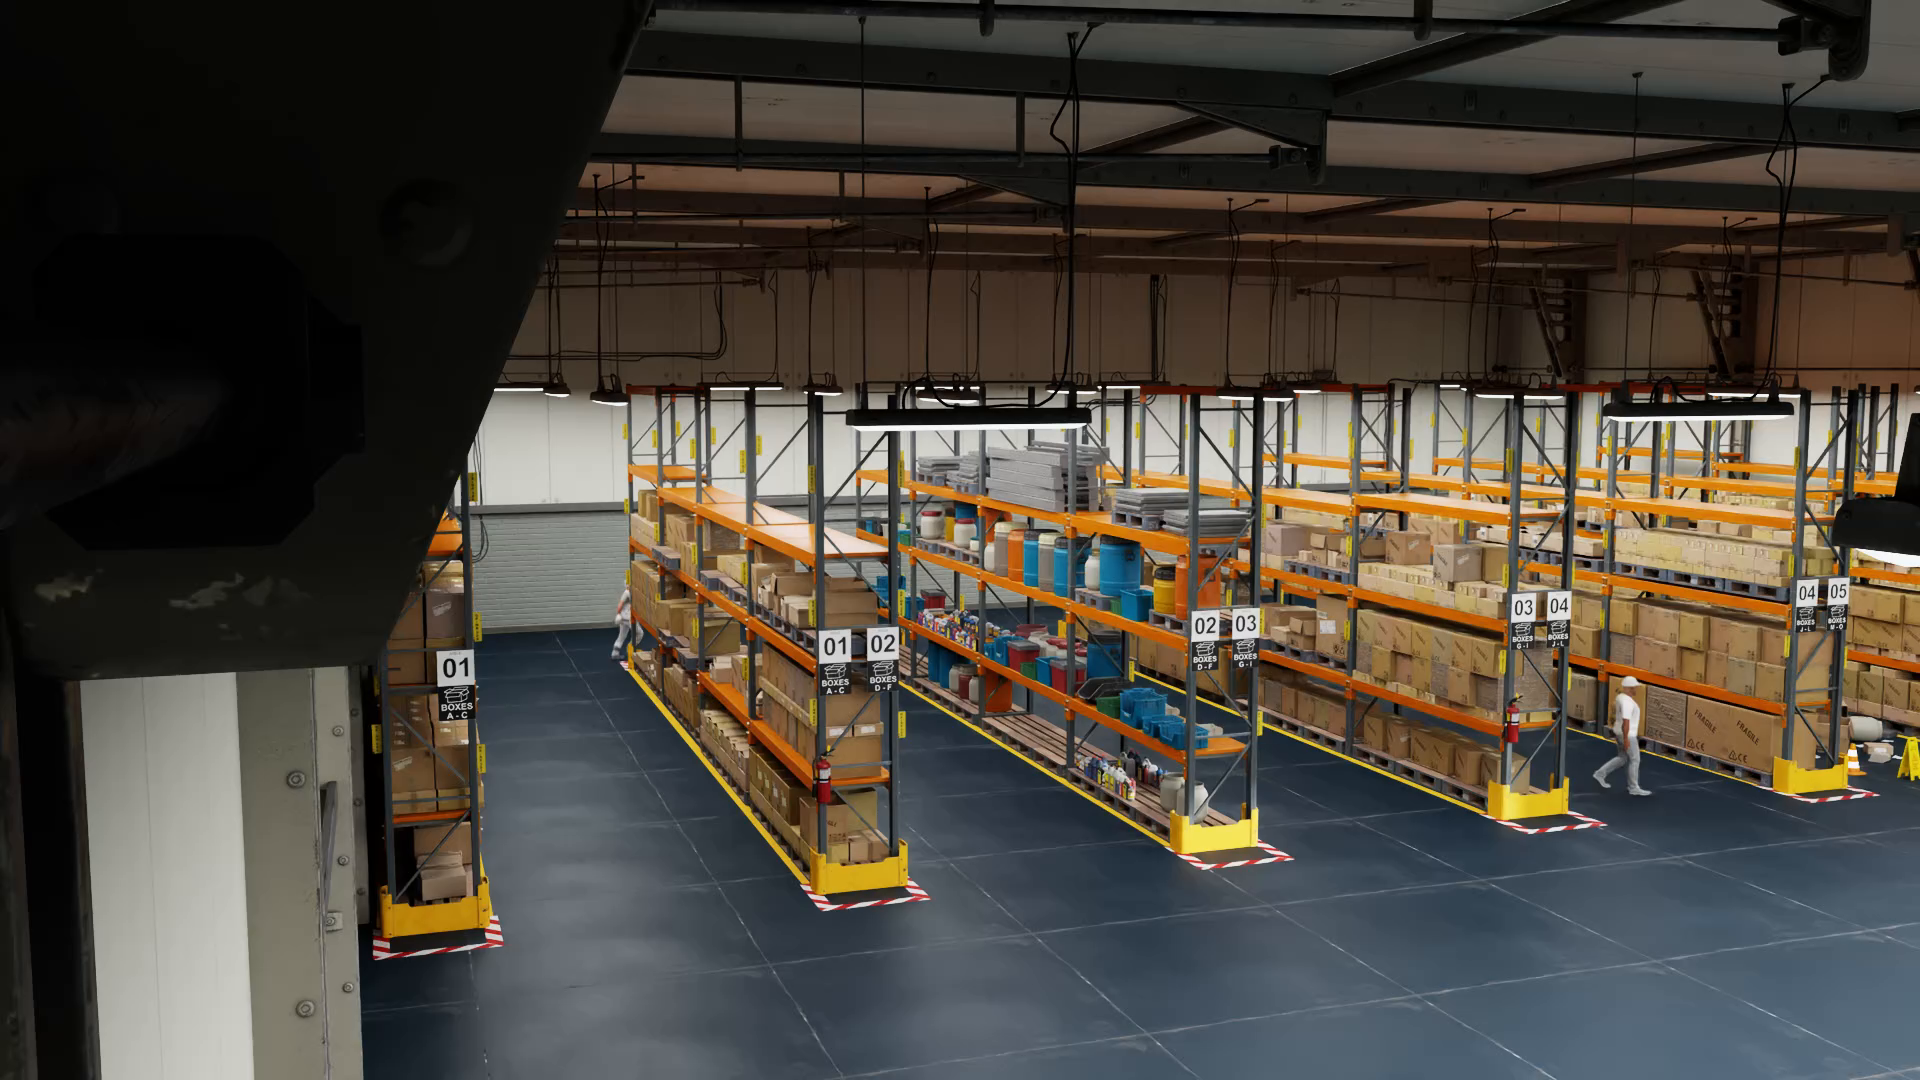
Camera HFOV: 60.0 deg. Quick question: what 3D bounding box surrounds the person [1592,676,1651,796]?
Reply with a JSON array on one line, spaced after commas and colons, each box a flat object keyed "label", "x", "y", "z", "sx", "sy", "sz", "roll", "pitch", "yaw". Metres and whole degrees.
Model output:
[{"label": "person", "x": 9.880, "y": 2.901, "z": 24.791, "sx": 0.775, "sy": 1.756, "sz": 0.605, "roll": 1, "pitch": 6, "yaw": 7}]

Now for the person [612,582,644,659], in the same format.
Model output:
[{"label": "person", "x": -7.195, "y": 1.722, "z": 36.252, "sx": 0.832, "sy": 1.763, "sz": 0.616, "roll": -3, "pitch": 7, "yaw": -26}]

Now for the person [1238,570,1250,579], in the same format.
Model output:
[{"label": "person", "x": 7.053, "y": 1.238, "z": 41.199, "sx": 0.996, "sy": 1.686, "sz": 0.540, "roll": -4, "pitch": 7, "yaw": -37}]
